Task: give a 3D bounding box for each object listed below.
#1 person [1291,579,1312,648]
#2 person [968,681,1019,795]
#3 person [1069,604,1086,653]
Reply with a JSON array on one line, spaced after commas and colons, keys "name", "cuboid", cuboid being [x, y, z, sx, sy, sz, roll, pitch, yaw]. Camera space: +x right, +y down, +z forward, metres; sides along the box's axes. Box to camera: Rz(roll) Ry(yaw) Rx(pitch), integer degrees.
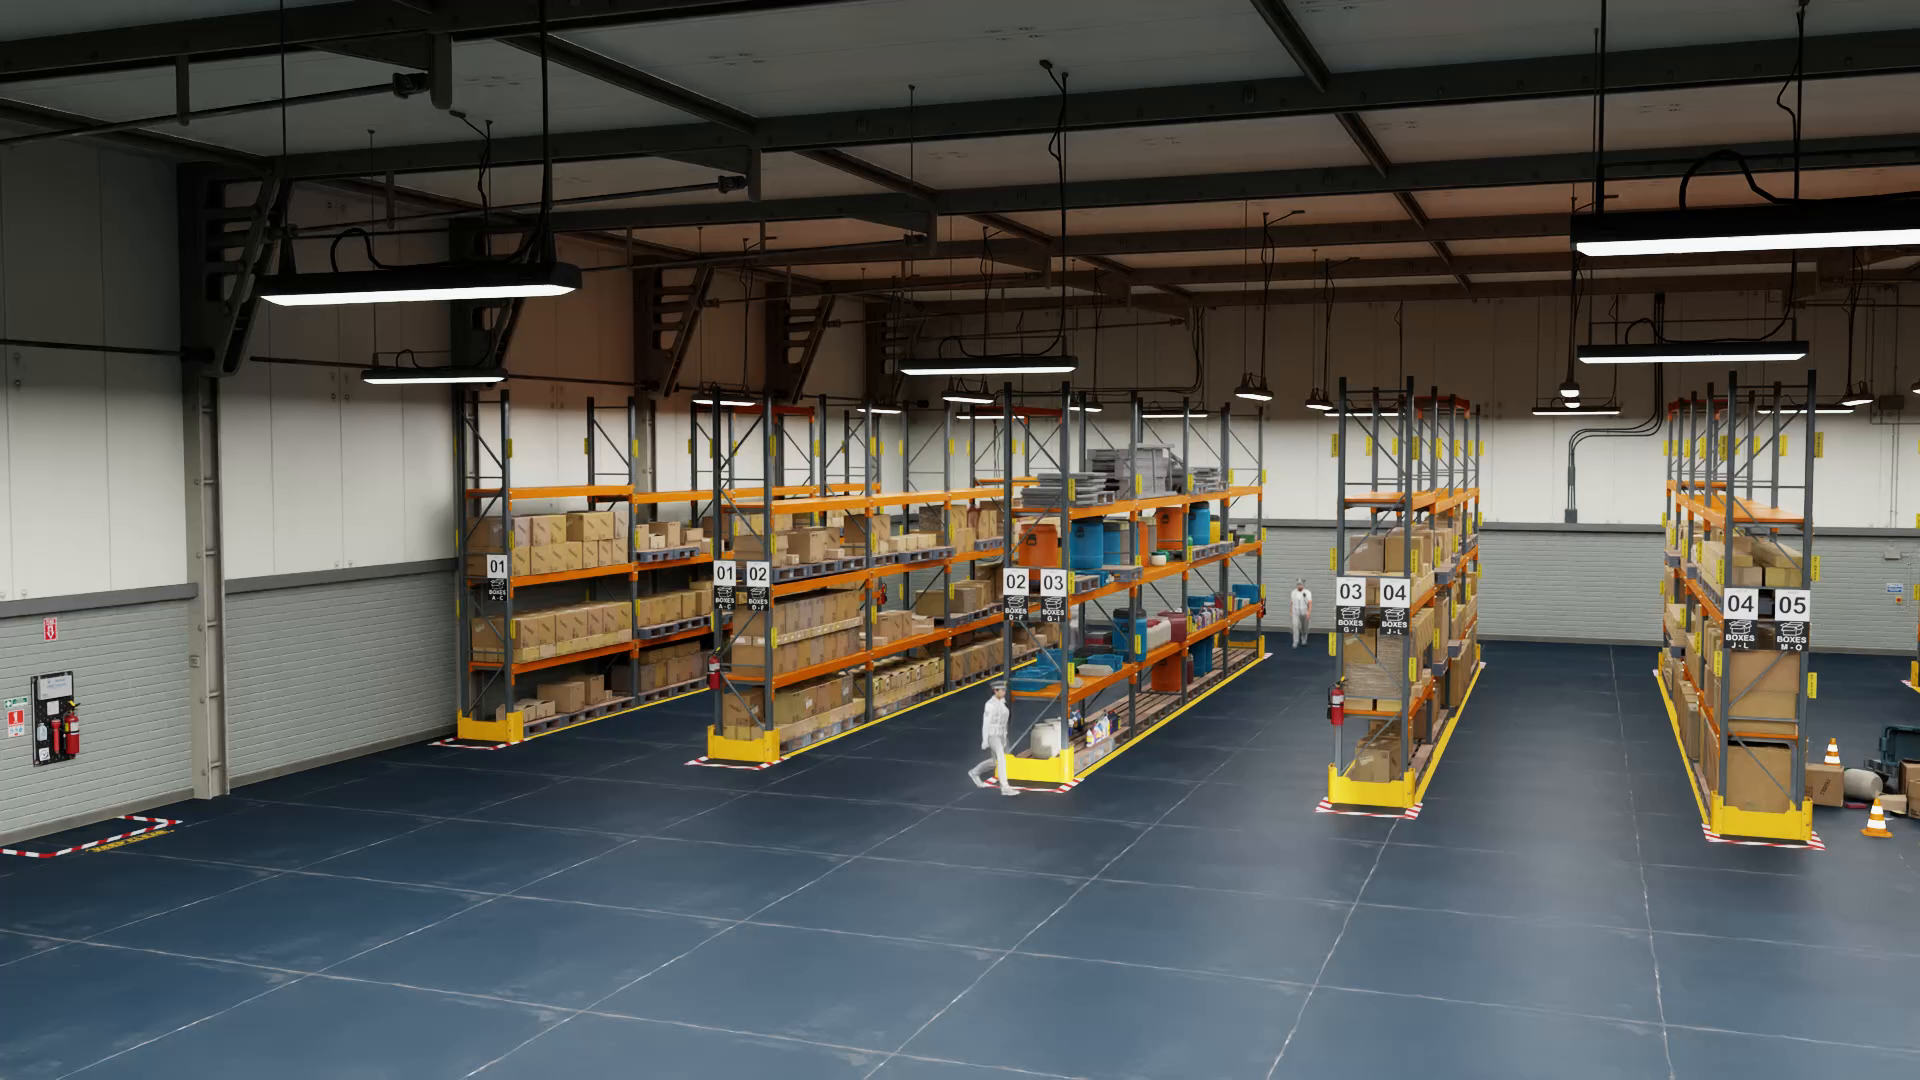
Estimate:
[{"name": "person", "cuboid": [8.588, 1.817, 41.819, 0.522, 1.706, 1.077, 1, 3, 11]}, {"name": "person", "cuboid": [0.511, 2.844, 24.133, 0.898, 1.630, 0.508, 2, 4, 29]}, {"name": "person", "cuboid": [2.777, 2.054, 38.321, 0.495, 1.647, 0.790, 3, 4, 40]}]
